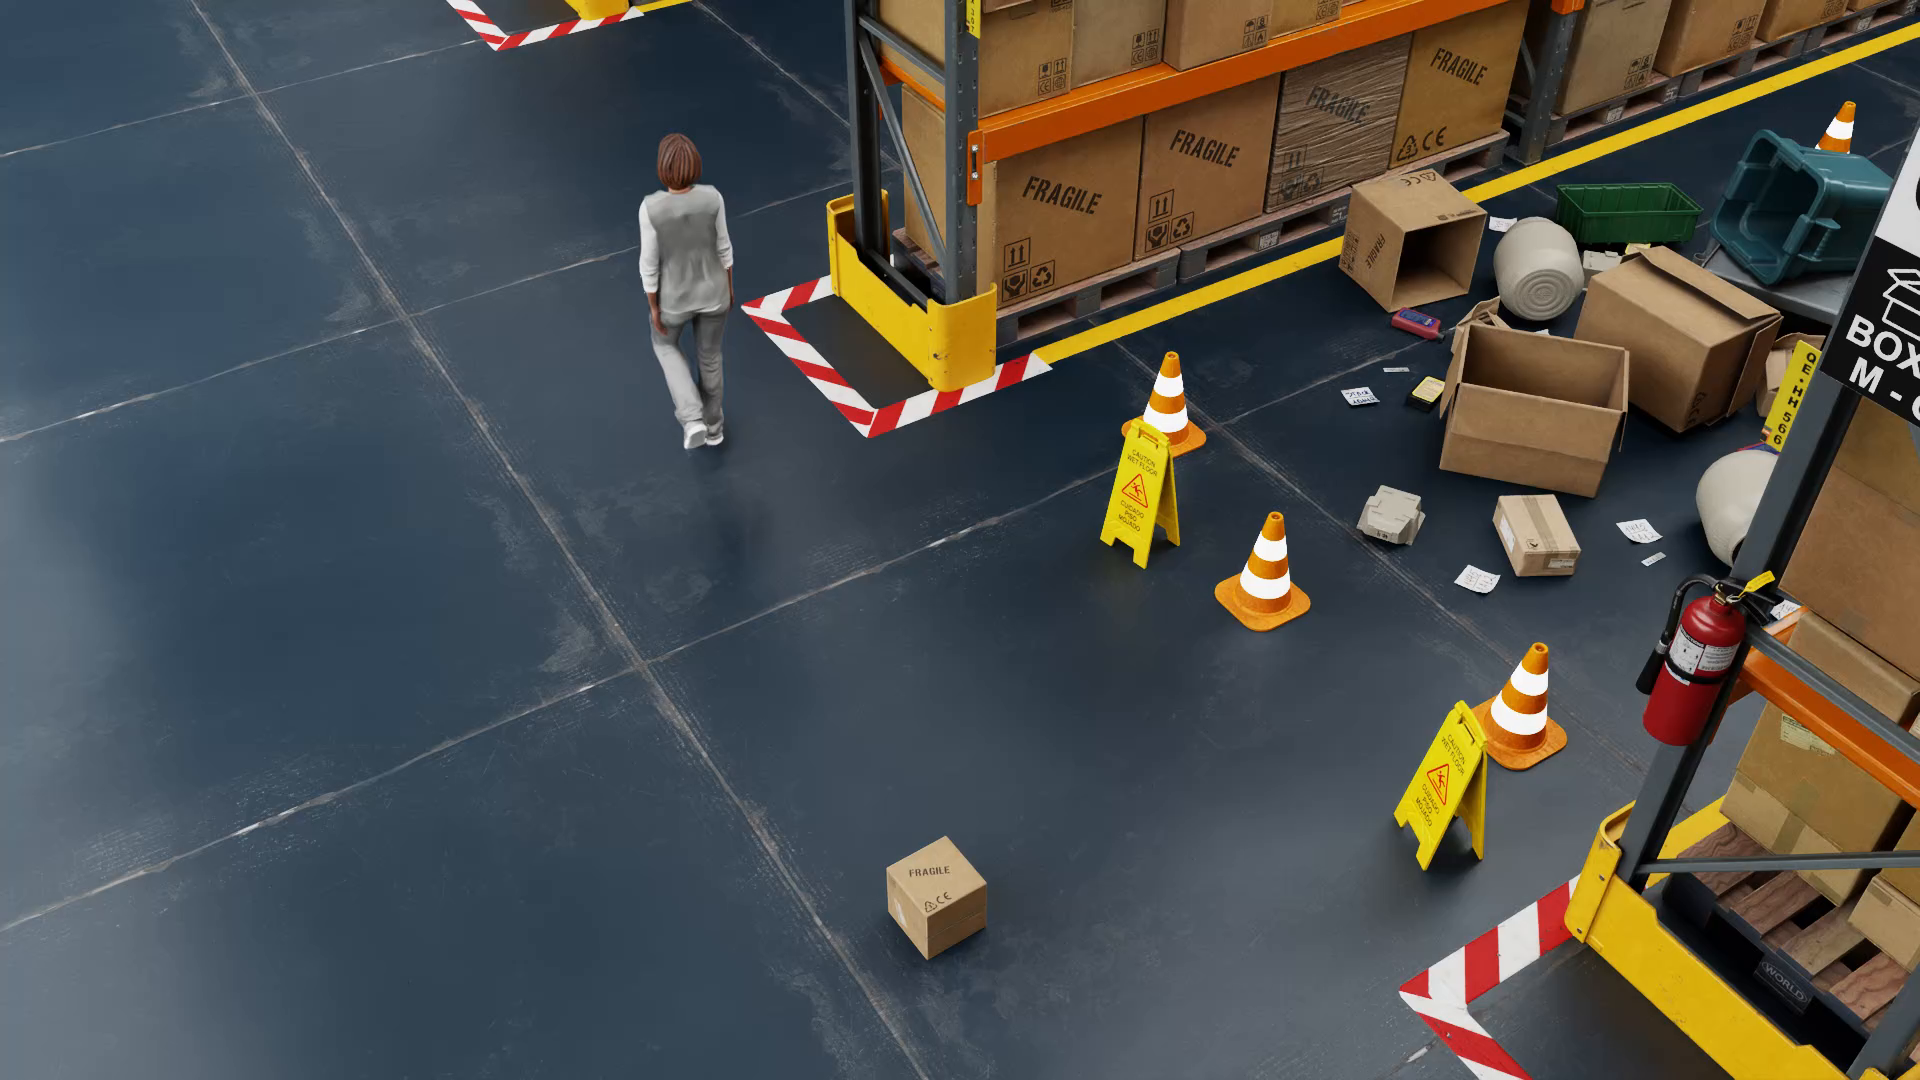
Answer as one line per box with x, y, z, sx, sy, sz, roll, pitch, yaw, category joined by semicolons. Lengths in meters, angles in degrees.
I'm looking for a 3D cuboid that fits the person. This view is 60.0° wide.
-1.187;-1.059;7.333;0.414;1.590;0.449;-12;43;-14;person
